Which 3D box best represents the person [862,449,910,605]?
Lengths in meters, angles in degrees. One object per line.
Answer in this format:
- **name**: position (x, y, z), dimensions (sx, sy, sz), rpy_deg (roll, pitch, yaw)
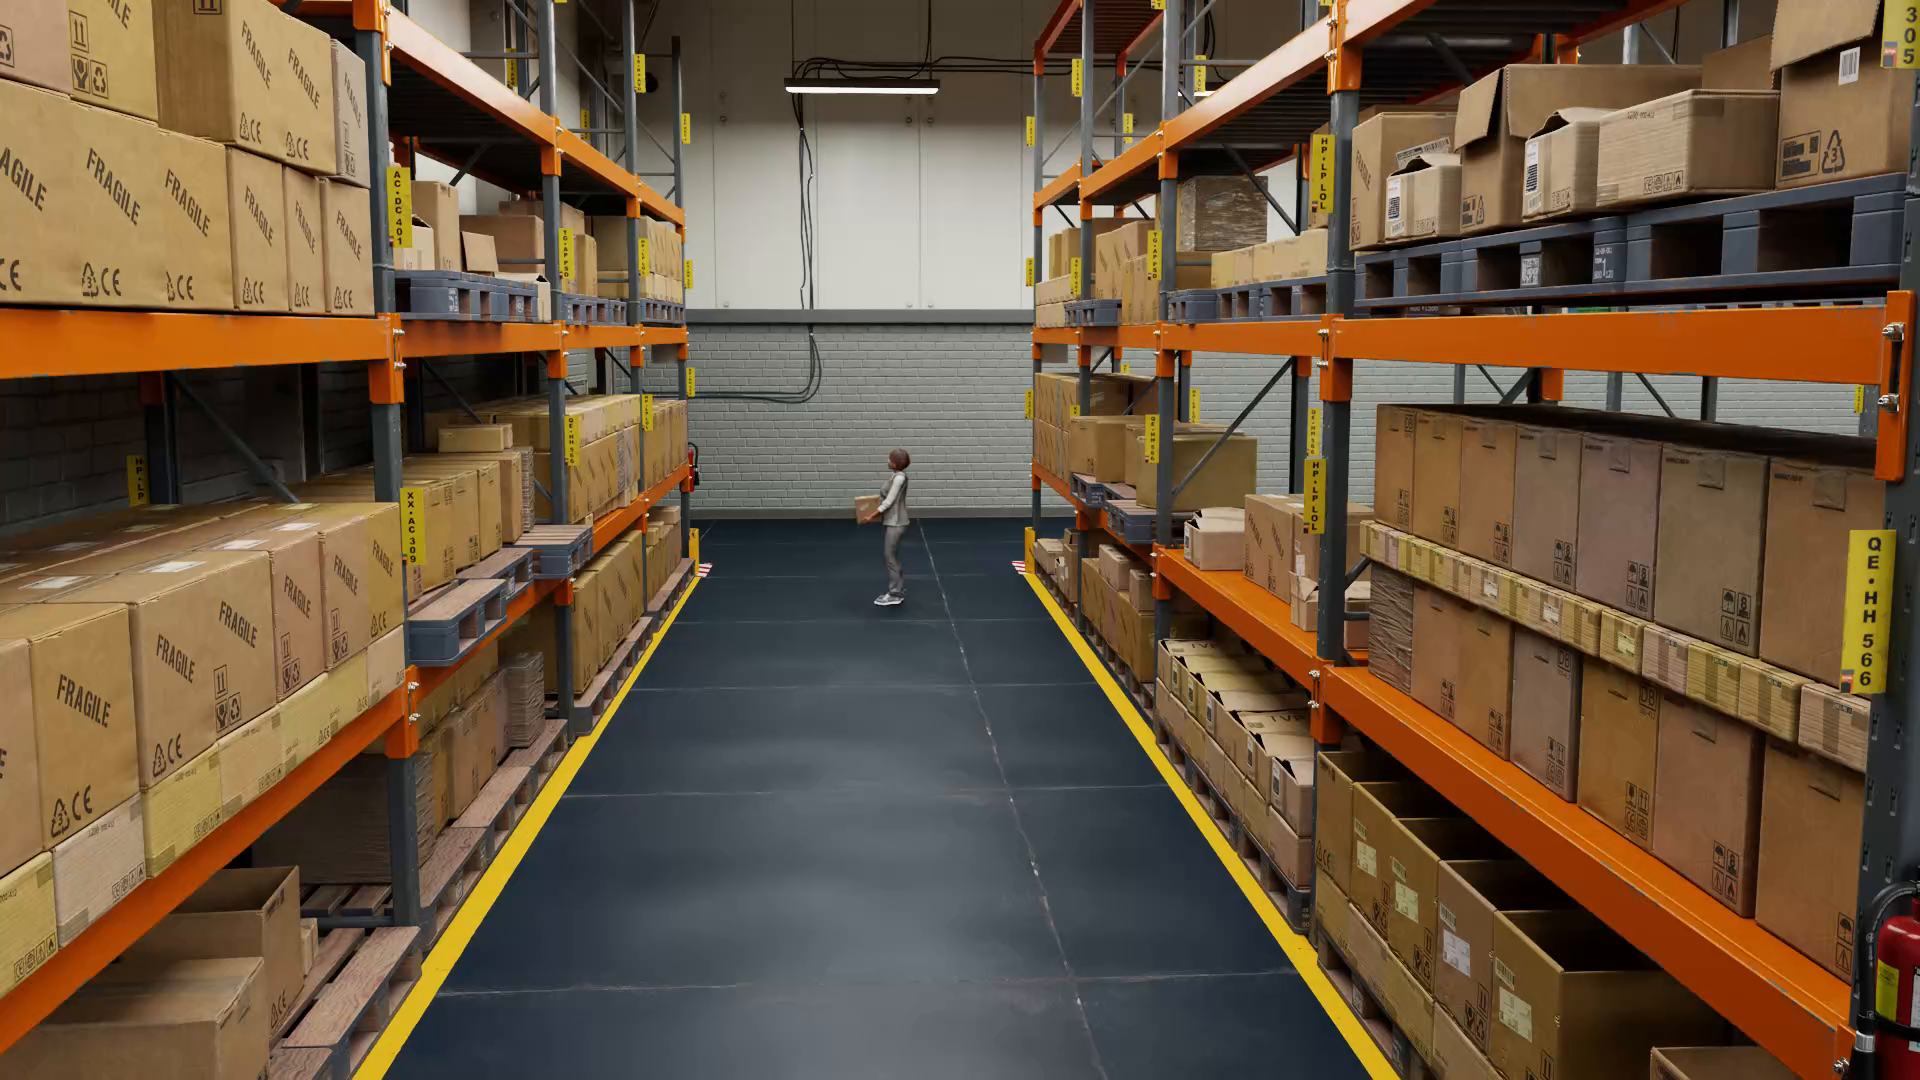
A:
- **person**: position (-0.755, -0.139, 16.936), dimensions (0.495, 1.589, 0.408), rpy_deg (0, 7, -4)
